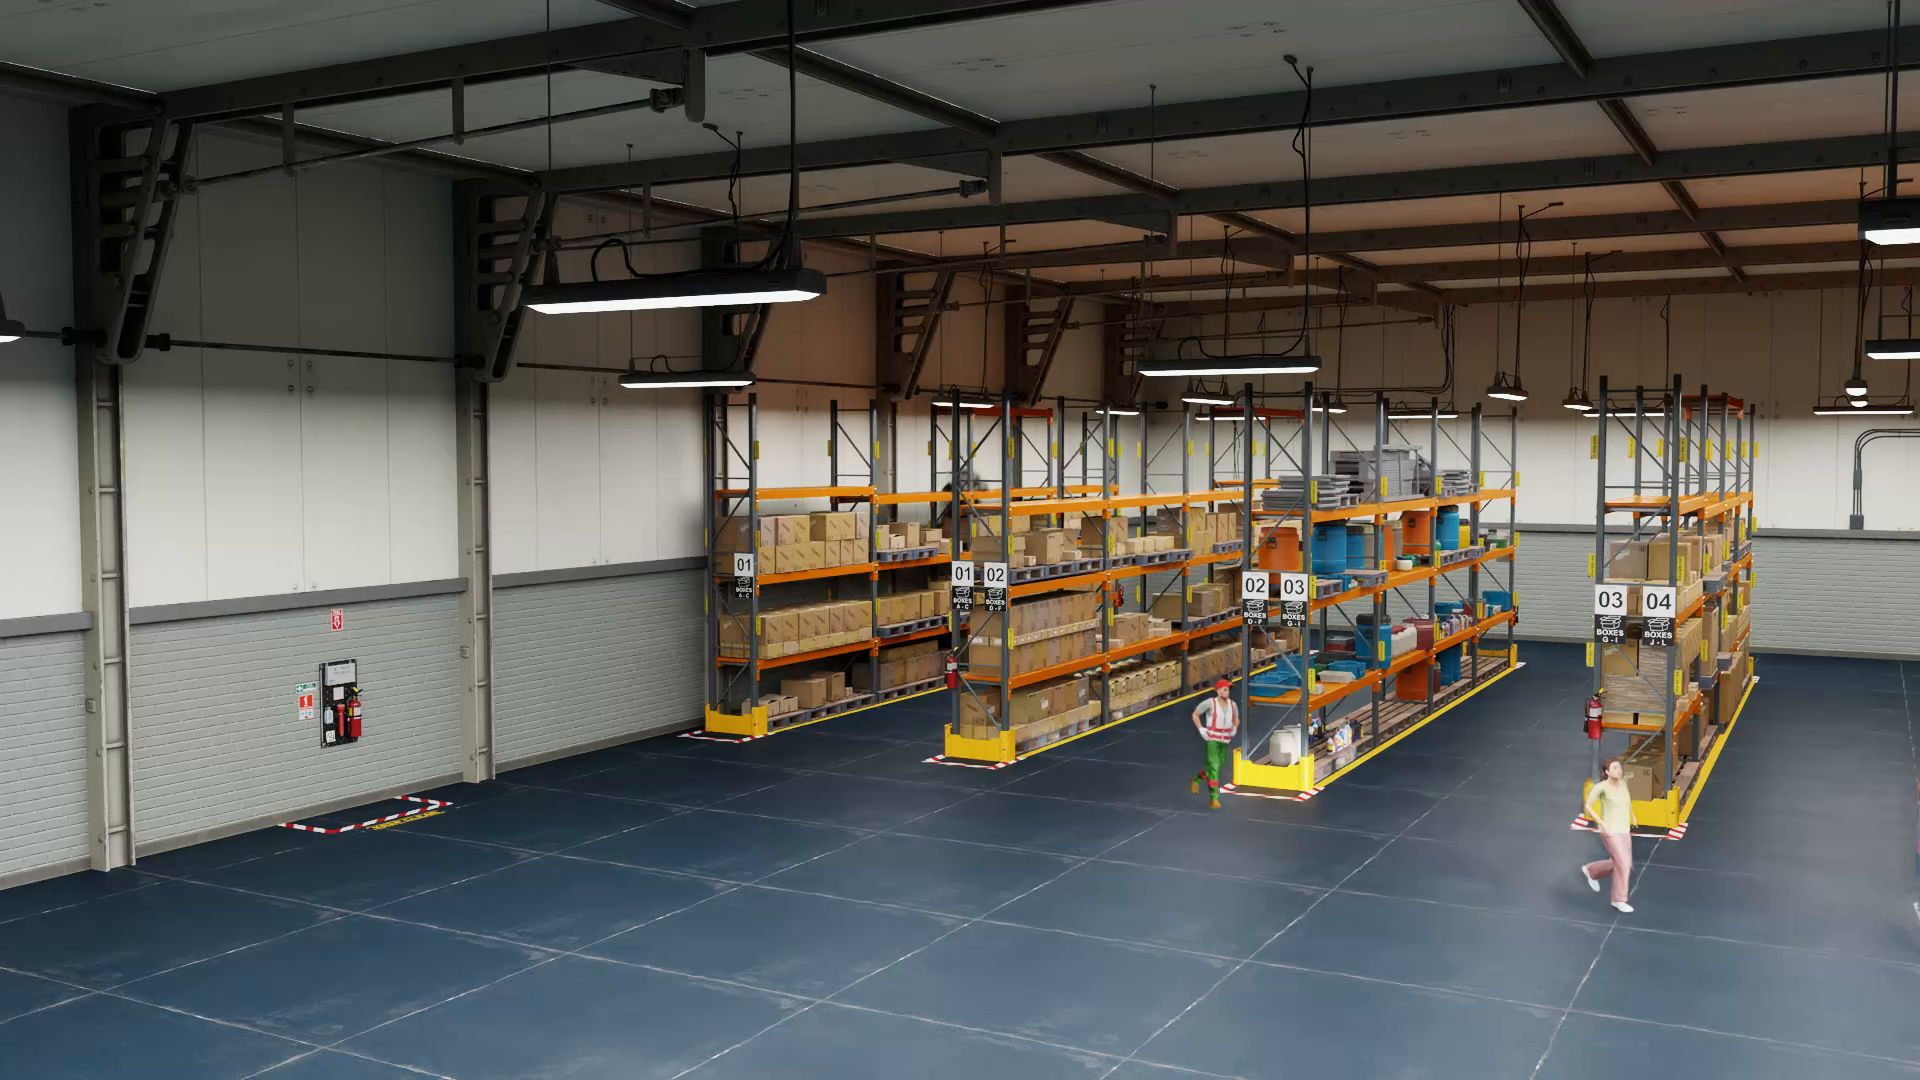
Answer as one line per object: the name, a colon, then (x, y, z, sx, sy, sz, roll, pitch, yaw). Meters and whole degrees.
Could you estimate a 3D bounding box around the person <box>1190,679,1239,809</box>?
person: (3.661, 2.852, 23.631, 0.698, 1.764, 0.903, -1, 3, -23)

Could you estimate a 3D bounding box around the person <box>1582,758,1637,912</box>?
person: (7.141, 3.202, 18.272, 0.575, 1.653, 0.687, -1, 3, -25)
